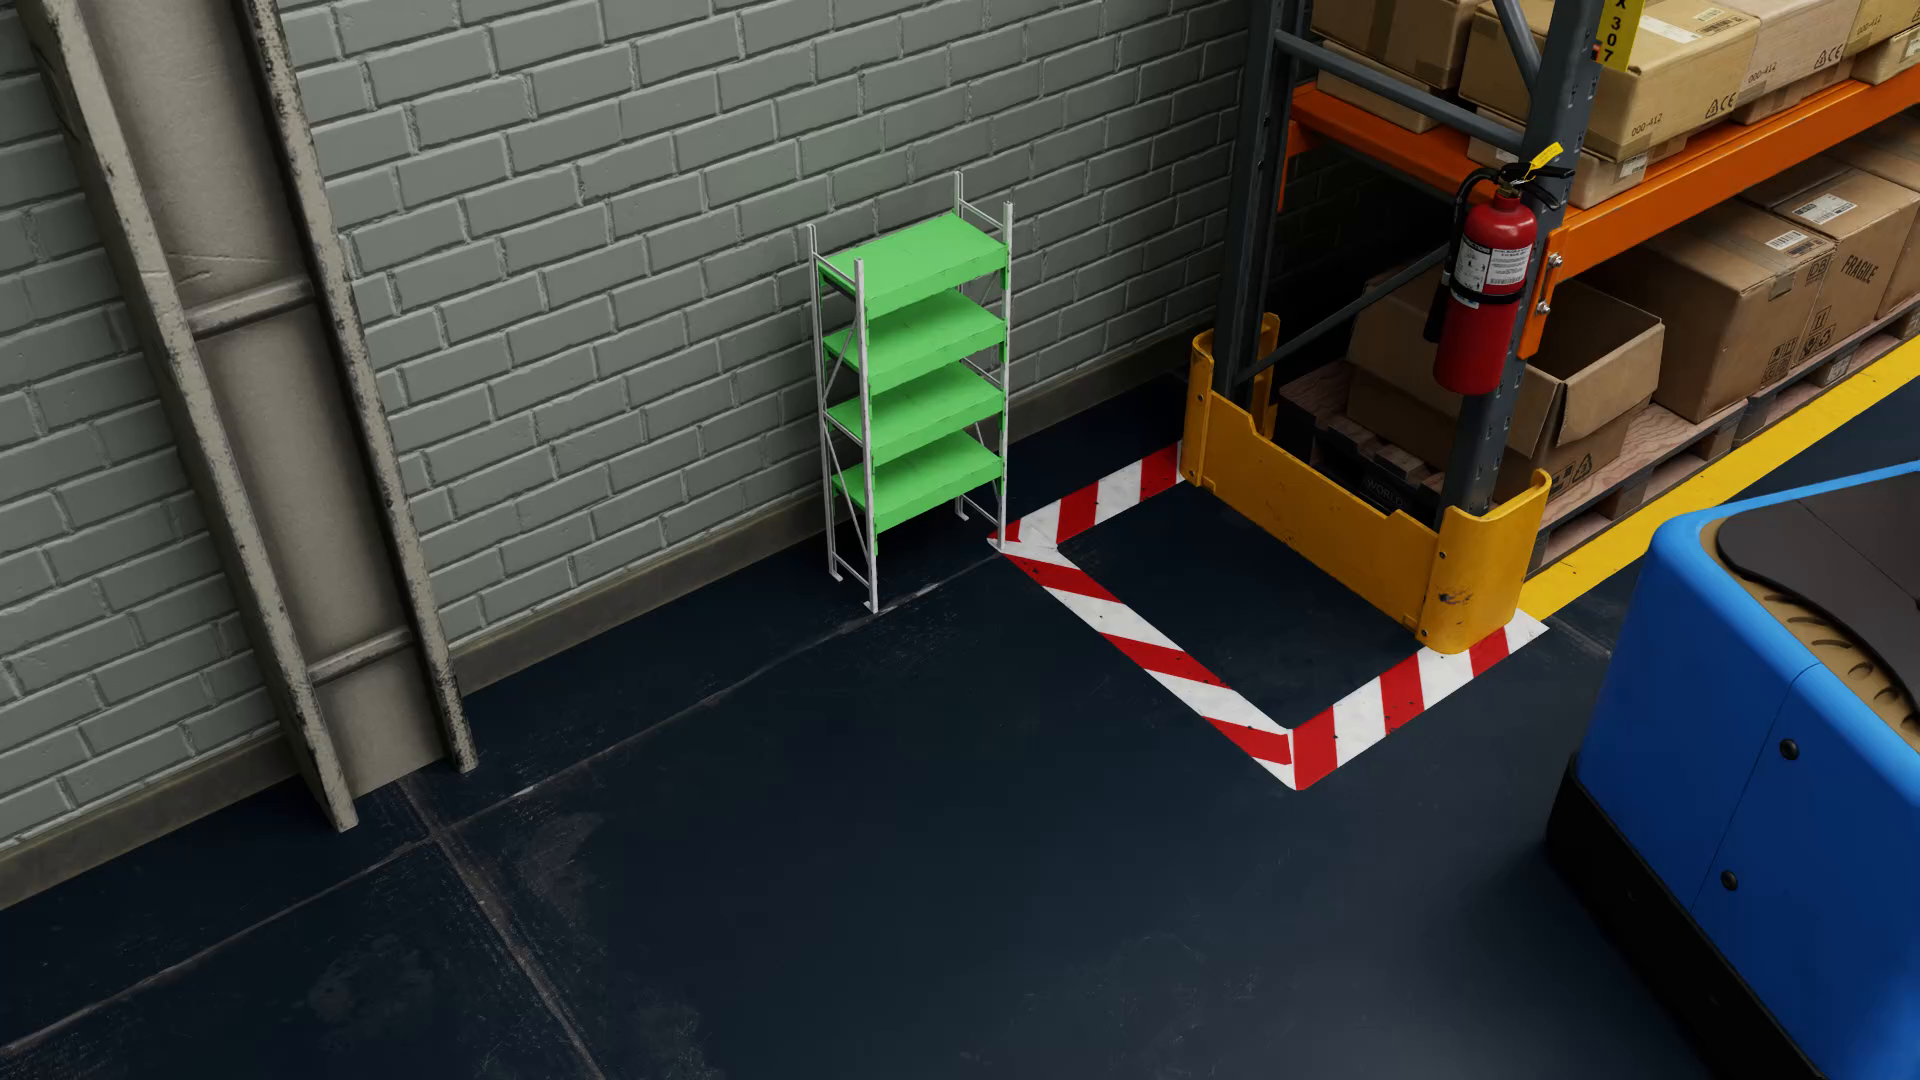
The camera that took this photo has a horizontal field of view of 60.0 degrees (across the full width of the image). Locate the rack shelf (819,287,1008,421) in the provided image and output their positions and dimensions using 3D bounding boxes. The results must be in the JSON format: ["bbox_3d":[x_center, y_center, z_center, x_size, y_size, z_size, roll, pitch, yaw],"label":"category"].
[{"bbox_3d":[-0.131,-0.536,4.680,0.480,0.148,0.258,-26,46,-28],"label":"rack shelf"}]

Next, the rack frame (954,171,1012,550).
[{"bbox_3d":[0.062,-0.494,4.906,0.015,1.200,0.240,-26,46,-28],"label":"rack frame"}]

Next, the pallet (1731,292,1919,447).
[{"bbox_3d":[2.794,-0.868,6.142,1.213,0.211,1.003,-26,46,-28],"label":"pallet"}]

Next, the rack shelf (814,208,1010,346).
[{"bbox_3d":[-0.131,-0.722,4.527,0.480,0.148,0.258,-26,46,-28],"label":"rack shelf"}]

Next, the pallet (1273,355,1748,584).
[{"bbox_3d":[1.827,-0.399,5.570,1.213,0.211,1.003,-26,46,-28],"label":"pallet"}]

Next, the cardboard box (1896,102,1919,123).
[{"bbox_3d":[3.639,-1.672,6.712,0.500,0.311,0.500,-24,45,-27],"label":"cardboard box"}]

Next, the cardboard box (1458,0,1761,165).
[{"bbox_3d":[1.659,-1.236,4.276,0.500,0.250,0.500,-26,46,-28],"label":"cardboard box"}]

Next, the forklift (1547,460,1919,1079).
[{"bbox_3d":[3.066,-0.349,3.364,3.031,2.935,1.130,-12,41,-14],"label":"forklift"}]

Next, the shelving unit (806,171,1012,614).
[{"bbox_3d":[-0.131,-0.400,4.791,0.503,1.200,0.258,-26,46,-28],"label":"shelving unit"}]

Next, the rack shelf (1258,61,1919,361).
[{"bbox_3d":[2.721,-1.634,5.444,4.000,0.370,1.077,-26,46,-28],"label":"rack shelf"}]

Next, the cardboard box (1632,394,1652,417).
[{"bbox_3d":[2.039,-0.533,5.451,0.250,0.149,0.380,-28,47,-30],"label":"cardboard box"}]

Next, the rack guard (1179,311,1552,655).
[{"bbox_3d":[1.196,-0.202,5.103,0.348,0.500,1.175,-26,46,-28],"label":"rack guard"}]

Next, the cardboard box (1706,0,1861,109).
[{"bbox_3d":[2.059,-1.431,4.513,0.500,0.250,0.500,-25,46,-28],"label":"cardboard box"}]

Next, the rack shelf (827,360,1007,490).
[{"bbox_3d":[-0.131,-0.351,4.832,0.480,0.148,0.258,-26,46,-28],"label":"rack shelf"}]

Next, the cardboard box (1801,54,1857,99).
[{"bbox_3d":[2.369,-1.444,4.844,0.250,0.149,0.380,-25,46,-27],"label":"cardboard box"}]

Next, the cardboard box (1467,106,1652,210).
[{"bbox_3d":[1.563,-1.031,4.340,0.250,0.149,0.380,-26,46,-28],"label":"cardboard box"}]

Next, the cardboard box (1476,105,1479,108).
[{"bbox_3d":[1.473,-1.373,4.756,0.250,0.149,0.380,-25,45,-27],"label":"cardboard box"}]

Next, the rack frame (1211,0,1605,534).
[{"bbox_3d":[1.135,-1.139,4.274,0.127,3.000,1.000,-26,46,-28],"label":"rack frame"}]

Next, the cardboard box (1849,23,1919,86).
[{"bbox_3d":[2.615,-1.504,4.917,0.250,0.149,0.380,-27,47,-29],"label":"cardboard box"}]

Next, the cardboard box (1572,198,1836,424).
[{"bbox_3d":[2.380,-0.835,5.543,0.500,0.500,0.700,-24,45,-26],"label":"cardboard box"}]

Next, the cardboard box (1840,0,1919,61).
[{"bbox_3d":[2.459,-1.629,4.754,0.500,0.250,0.500,-27,46,-29],"label":"cardboard box"}]

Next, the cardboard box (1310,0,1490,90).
[{"bbox_3d":[1.338,-1.508,4.607,0.500,0.250,0.500,-25,45,-27],"label":"cardboard box"}]

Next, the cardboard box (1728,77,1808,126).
[{"bbox_3d":[2.162,-1.339,4.715,0.250,0.149,0.380,-25,45,-27],"label":"cardboard box"}]

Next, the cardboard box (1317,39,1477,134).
[{"bbox_3d":[1.235,-1.305,4.674,0.250,0.149,0.380,-27,46,-29],"label":"cardboard box"}]

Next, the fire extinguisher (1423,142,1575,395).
[{"bbox_3d":[1.300,-0.676,4.064,0.183,0.674,0.296,-26,46,-28],"label":"fire extinguisher"}]

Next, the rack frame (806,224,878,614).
[{"bbox_3d":[-0.325,-0.306,4.676,0.015,1.200,0.240,-26,46,-28],"label":"rack frame"}]

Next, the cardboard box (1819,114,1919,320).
[{"bbox_3d":[3.203,-1.236,6.032,0.500,0.500,0.700,-28,47,-30],"label":"cardboard box"}]

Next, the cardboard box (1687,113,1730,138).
[{"bbox_3d":[1.924,-1.272,4.634,0.250,0.149,0.380,-27,46,-29],"label":"cardboard box"}]

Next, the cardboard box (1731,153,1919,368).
[{"bbox_3d":[2.860,-0.989,5.730,0.500,0.500,0.500,-25,46,-27],"label":"cardboard box"}]

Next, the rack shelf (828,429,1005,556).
[{"bbox_3d":[-0.131,-0.165,4.984,0.480,0.148,0.258,-26,46,-28],"label":"rack shelf"}]

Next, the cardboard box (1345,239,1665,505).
[{"bbox_3d":[1.678,-0.525,5.163,0.637,0.503,0.797,-28,47,-30],"label":"cardboard box"}]

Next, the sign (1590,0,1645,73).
[{"bbox_3d":[1.466,-1.201,3.667,0.005,0.325,0.100,-26,46,-28],"label":"sign"}]

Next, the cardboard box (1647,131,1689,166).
[{"bbox_3d":[1.737,-1.153,4.489,0.250,0.149,0.380,-25,45,-27],"label":"cardboard box"}]
